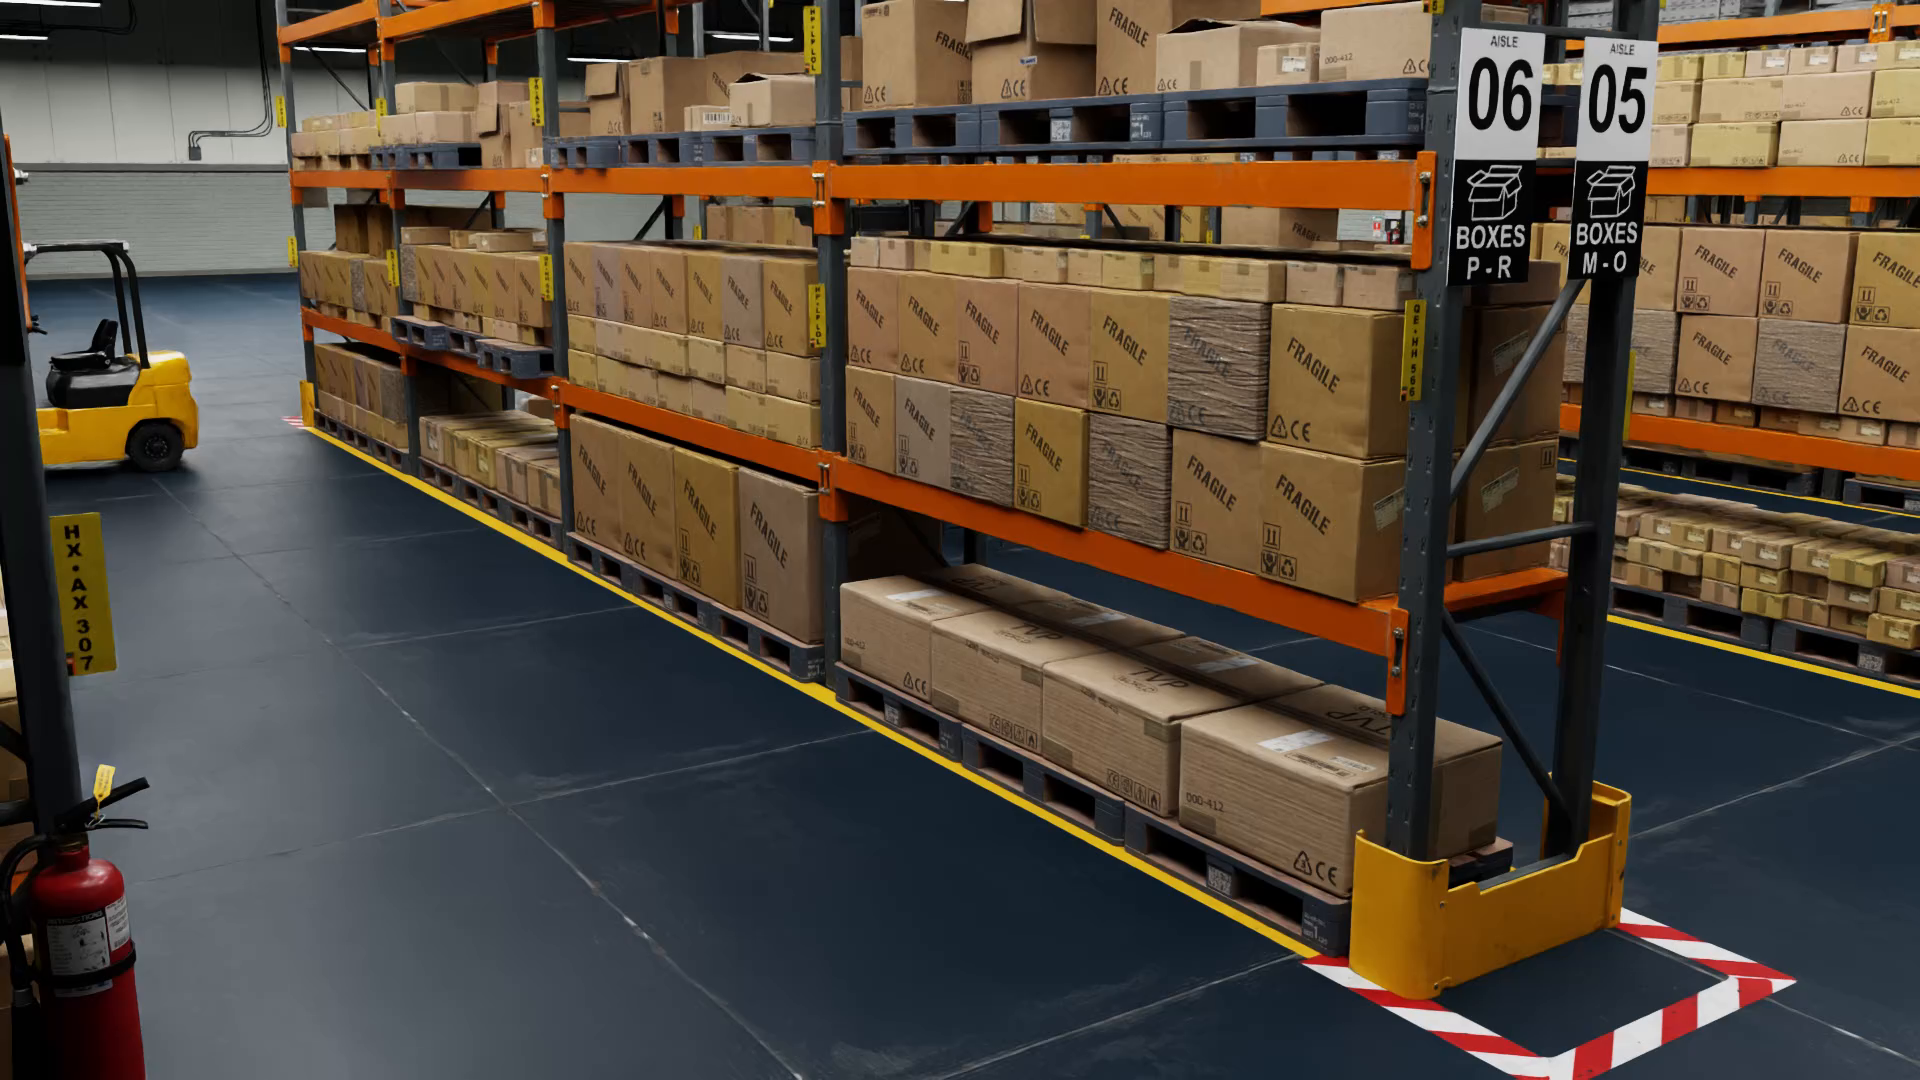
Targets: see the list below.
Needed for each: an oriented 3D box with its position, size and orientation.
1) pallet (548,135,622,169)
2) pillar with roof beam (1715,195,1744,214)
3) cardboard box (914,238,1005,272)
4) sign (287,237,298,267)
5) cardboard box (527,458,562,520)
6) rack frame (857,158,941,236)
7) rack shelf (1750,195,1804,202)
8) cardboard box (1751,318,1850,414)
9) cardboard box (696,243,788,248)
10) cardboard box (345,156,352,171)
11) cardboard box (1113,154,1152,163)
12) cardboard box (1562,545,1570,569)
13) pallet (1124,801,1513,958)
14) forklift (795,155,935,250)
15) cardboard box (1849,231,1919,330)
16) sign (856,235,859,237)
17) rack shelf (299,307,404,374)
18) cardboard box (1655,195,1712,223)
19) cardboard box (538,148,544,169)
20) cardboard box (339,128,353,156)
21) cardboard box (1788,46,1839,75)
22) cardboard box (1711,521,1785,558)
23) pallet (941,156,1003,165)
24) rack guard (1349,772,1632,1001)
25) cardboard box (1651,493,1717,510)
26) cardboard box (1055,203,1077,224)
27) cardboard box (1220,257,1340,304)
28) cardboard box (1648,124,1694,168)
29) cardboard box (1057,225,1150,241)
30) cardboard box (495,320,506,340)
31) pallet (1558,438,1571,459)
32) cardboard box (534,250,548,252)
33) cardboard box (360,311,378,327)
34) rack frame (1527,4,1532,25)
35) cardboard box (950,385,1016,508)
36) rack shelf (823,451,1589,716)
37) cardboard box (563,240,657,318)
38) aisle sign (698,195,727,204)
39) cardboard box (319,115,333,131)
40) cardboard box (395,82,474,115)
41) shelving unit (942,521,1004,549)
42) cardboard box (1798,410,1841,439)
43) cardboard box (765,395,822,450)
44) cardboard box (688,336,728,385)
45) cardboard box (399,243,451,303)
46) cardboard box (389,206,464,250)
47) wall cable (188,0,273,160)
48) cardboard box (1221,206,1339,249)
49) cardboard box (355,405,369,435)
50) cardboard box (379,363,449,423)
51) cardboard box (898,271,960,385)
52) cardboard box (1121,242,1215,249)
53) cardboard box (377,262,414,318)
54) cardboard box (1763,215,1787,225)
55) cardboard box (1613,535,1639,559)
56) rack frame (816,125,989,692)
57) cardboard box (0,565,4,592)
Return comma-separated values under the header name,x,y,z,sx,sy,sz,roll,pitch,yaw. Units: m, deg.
name,x,y,z,sx,sy,sz,roll,pitch,yaw
pallet,-2.106,-2.679,11.513,1.213,0.211,1.003,-7,14,-30
pillar with roof beam,11.206,-8.168,29.149,9.100,9.000,0.400,-8,15,-33
cardboard box,0.001,-1.386,8.086,0.380,0.149,0.250,-8,15,-33
sign,-7.391,-3.196,18.428,0.100,0.325,0.005,-8,15,-33
cardboard box,-2.811,-0.437,13.009,0.950,0.372,0.625,-9,15,-37
rack frame,-0.658,-2.730,18.322,1.000,3.000,0.127,-8,15,-33
rack shelf,10.975,-3.932,18.482,1.077,0.370,4.000,-8,15,-33
cardboard box,4.957,-1.020,9.576,0.500,0.500,0.500,-8,15,-33
cardboard box,-1.442,-1.711,11.091,0.500,0.500,0.500,-8,15,-33
cardboard box,-5.929,-3.775,16.668,0.380,0.149,0.250,-8,15,-33
cardboard box,1.653,-3.399,14.130,0.500,0.500,0.500,-8,15,-33
cardboard box,4.219,0.108,11.036,0.380,0.149,0.250,-8,15,-34
pallet,1.418,1.238,6.707,1.003,0.211,1.213,-8,15,-33
forklift,-0.839,-1.958,14.954,1.130,2.935,3.031,-4,13,-18
cardboard box,5.249,-1.420,9.063,0.500,0.500,0.500,-9,15,-35
sign,-1.119,-3.125,17.920,0.100,0.325,0.005,-8,15,-33
rack shelf,-5.831,-2.130,17.264,1.077,0.370,4.000,-8,15,-33
cardboard box,11.525,-5.231,26.492,0.700,0.500,0.500,-8,15,-32
cardboard box,-2.856,-2.788,12.157,0.380,0.149,0.250,-8,15,-33
cardboard box,-5.743,-3.892,16.271,0.500,0.250,0.500,-8,15,-34
cardboard box,4.879,-2.682,9.333,0.380,0.149,0.250,-8,15,-32
cardboard box,4.806,0.000,10.137,0.380,0.149,0.250,-9,15,-35
pallet,0.535,-3.698,16.172,1.003,0.211,1.213,-7,14,-30
rack guard,1.939,1.234,6.049,1.175,0.500,0.348,-8,15,-33
cardboard box,4.812,-0.201,11.055,0.380,0.149,0.250,-9,15,-35
cardboard box,1.660,-4.473,23.023,0.500,0.500,0.500,-8,15,-33
cardboard box,1.187,-0.964,6.156,0.380,0.149,0.250,-8,15,-33
cardboard box,4.369,-2.402,10.156,0.500,0.250,0.500,-7,14,-30
cardboard box,1.318,-2.636,15.322,0.700,0.500,0.500,-8,15,-33
cardboard box,-3.403,-1.652,12.998,0.380,0.149,0.250,-9,15,-35
pallet,6.117,-1.076,17.288,1.003,0.211,1.213,-8,15,-33
cardboard box,-3.158,-2.107,13.560,0.500,0.500,0.500,-8,15,-32
cardboard box,-5.720,-2.204,16.509,0.380,0.149,0.250,-8,15,-34
rack frame,9.560,-8.113,28.896,1.000,3.000,0.127,-8,15,-33
cardboard box,0.297,-0.458,7.701,0.500,0.500,0.500,-8,15,-32
rack shelf,0.818,0.004,7.505,1.077,0.370,4.000,-8,15,-33
cardboard box,-2.437,-1.835,11.657,0.500,0.500,0.500,-9,15,-35
aisle sign,-3.163,-4.688,21.193,0.394,0.787,0.004,-8,15,-33
cardboard box,-6.301,-4.245,16.952,0.380,0.149,0.250,-8,14,-31
cardboard box,-4.448,-3.728,14.066,0.500,0.250,0.500,-8,15,-34
shelving unit,0.092,-0.557,12.599,0.258,1.200,0.503,-8,15,-33
cardboard box,5.034,-0.682,9.546,0.380,0.149,0.250,-9,15,-35
cardboard box,-0.749,-0.680,9.299,0.500,0.250,0.500,-9,15,-34
cardboard box,-1.312,-1.103,10.065,0.500,0.250,0.500,-8,14,-31
cardboard box,-4.702,-2.408,14.937,0.500,0.500,0.500,-8,14,-31
cardboard box,-5.307,-3.098,16.737,0.700,0.500,0.500,-8,15,-34
wall cable,-20.675,-13.747,46.701,2.305,6.003,0.169,-8,15,-33
cardboard box,3.851,-3.639,20.094,1.000,1.000,1.000,-8,15,-32
cardboard box,-5.855,-1.245,16.989,0.500,0.250,0.500,-8,15,-32
cardboard box,-5.274,-1.427,16.065,0.500,0.500,0.500,-8,15,-34
cardboard box,0.046,-1.036,8.005,0.500,0.500,0.500,-8,15,-33
cardboard box,0.950,-1.263,7.524,0.380,0.149,0.250,-8,15,-33
cardboard box,-5.176,-2.369,15.745,0.500,0.500,0.500,-9,15,-34
cardboard box,14.827,-5.587,29.937,0.500,0.500,0.500,-9,15,-34
cardboard box,4.369,0.011,10.783,0.380,0.149,0.250,-7,14,-30
rack frame,-0.290,-0.703,9.055,1.000,3.000,0.127,-8,15,-33
cardboard box,-2.795,0.233,4.431,0.500,0.250,0.500,-8,15,-34
